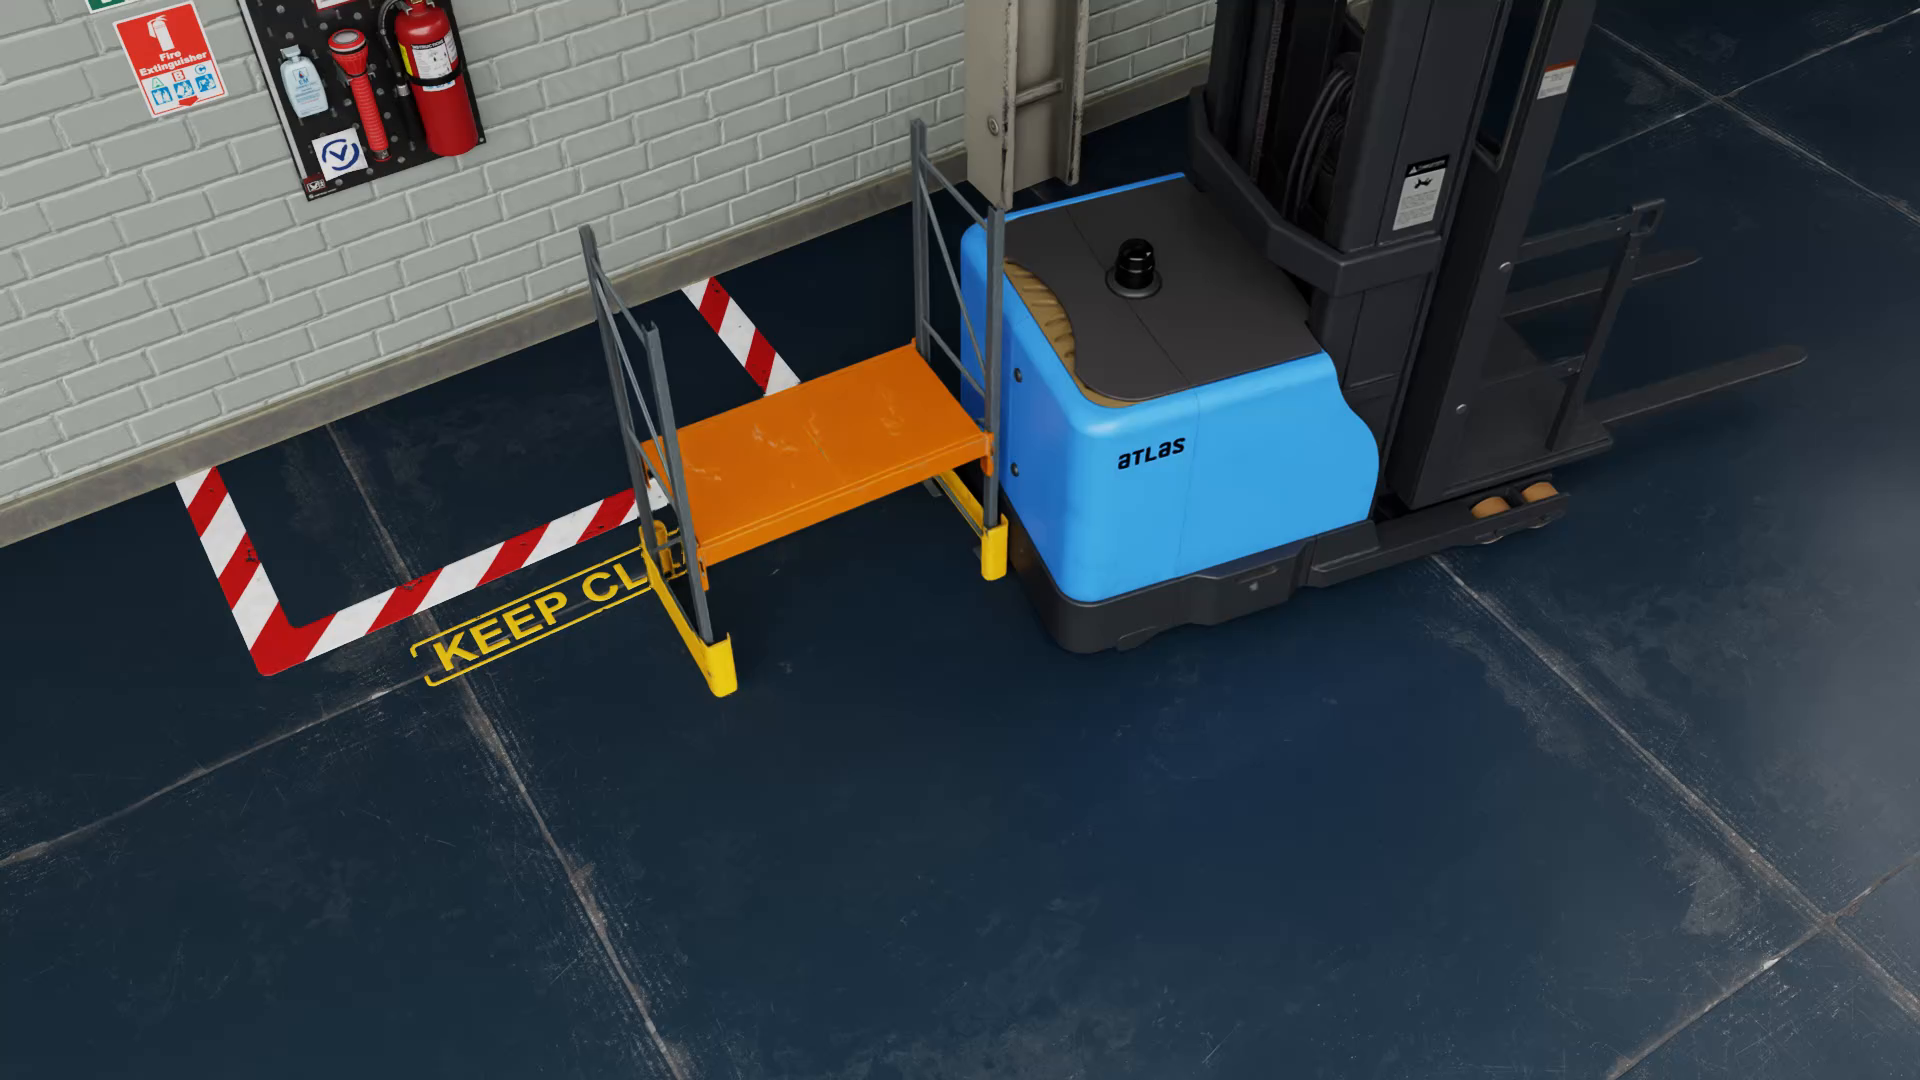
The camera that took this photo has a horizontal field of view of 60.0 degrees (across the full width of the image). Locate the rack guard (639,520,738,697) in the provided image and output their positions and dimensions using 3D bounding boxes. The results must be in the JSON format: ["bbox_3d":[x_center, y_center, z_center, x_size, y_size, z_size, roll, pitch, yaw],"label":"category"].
[{"bbox_3d":[-0.882,0.218,5.389,0.087,0.250,0.587,-23,52,-19],"label":"rack guard"}]

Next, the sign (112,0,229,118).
[{"bbox_3d":[-2.370,-1.443,5.003,0.234,0.329,0.001,-25,53,-21],"label":"sign"}]

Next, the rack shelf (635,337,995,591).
[{"bbox_3d":[-0.455,-0.256,5.215,1.000,0.185,0.538,-23,52,-19],"label":"rack shelf"}]

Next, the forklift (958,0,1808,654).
[{"bbox_3d":[1.557,-1.315,4.959,3.031,2.935,1.130,-16,50,-14],"label":"forklift"}]

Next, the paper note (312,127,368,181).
[{"bbox_3d":[-2.034,-1.267,5.459,0.142,0.148,0.016,-25,53,-21],"label":"paper note"}]

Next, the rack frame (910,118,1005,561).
[{"bbox_3d":[-0.011,-0.561,5.245,0.032,1.500,0.500,-23,52,-19],"label":"rack frame"}]

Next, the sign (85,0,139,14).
[{"bbox_3d":[-2.362,-1.616,4.802,0.331,0.109,0.001,-25,53,-21],"label":"sign"}]

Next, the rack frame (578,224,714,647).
[{"bbox_3d":[-0.899,-0.191,4.915,0.032,1.500,0.500,-23,52,-19],"label":"rack frame"}]

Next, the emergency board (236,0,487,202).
[{"bbox_3d":[-1.848,-1.587,5.154,0.643,1.169,0.194,-25,53,-21],"label":"emergency board"}]

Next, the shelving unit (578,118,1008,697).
[{"bbox_3d":[-0.447,-0.379,5.083,1.083,1.500,0.587,-23,52,-19],"label":"shelving unit"}]

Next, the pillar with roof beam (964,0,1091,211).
[{"bbox_3d":[2.560,-1.823,1.348,0.400,9.000,9.100,-25,53,-21],"label":"pillar with roof beam"}]

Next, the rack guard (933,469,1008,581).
[{"bbox_3d":[-0.012,-0.145,5.711,0.087,0.250,0.587,-23,52,-19],"label":"rack guard"}]
